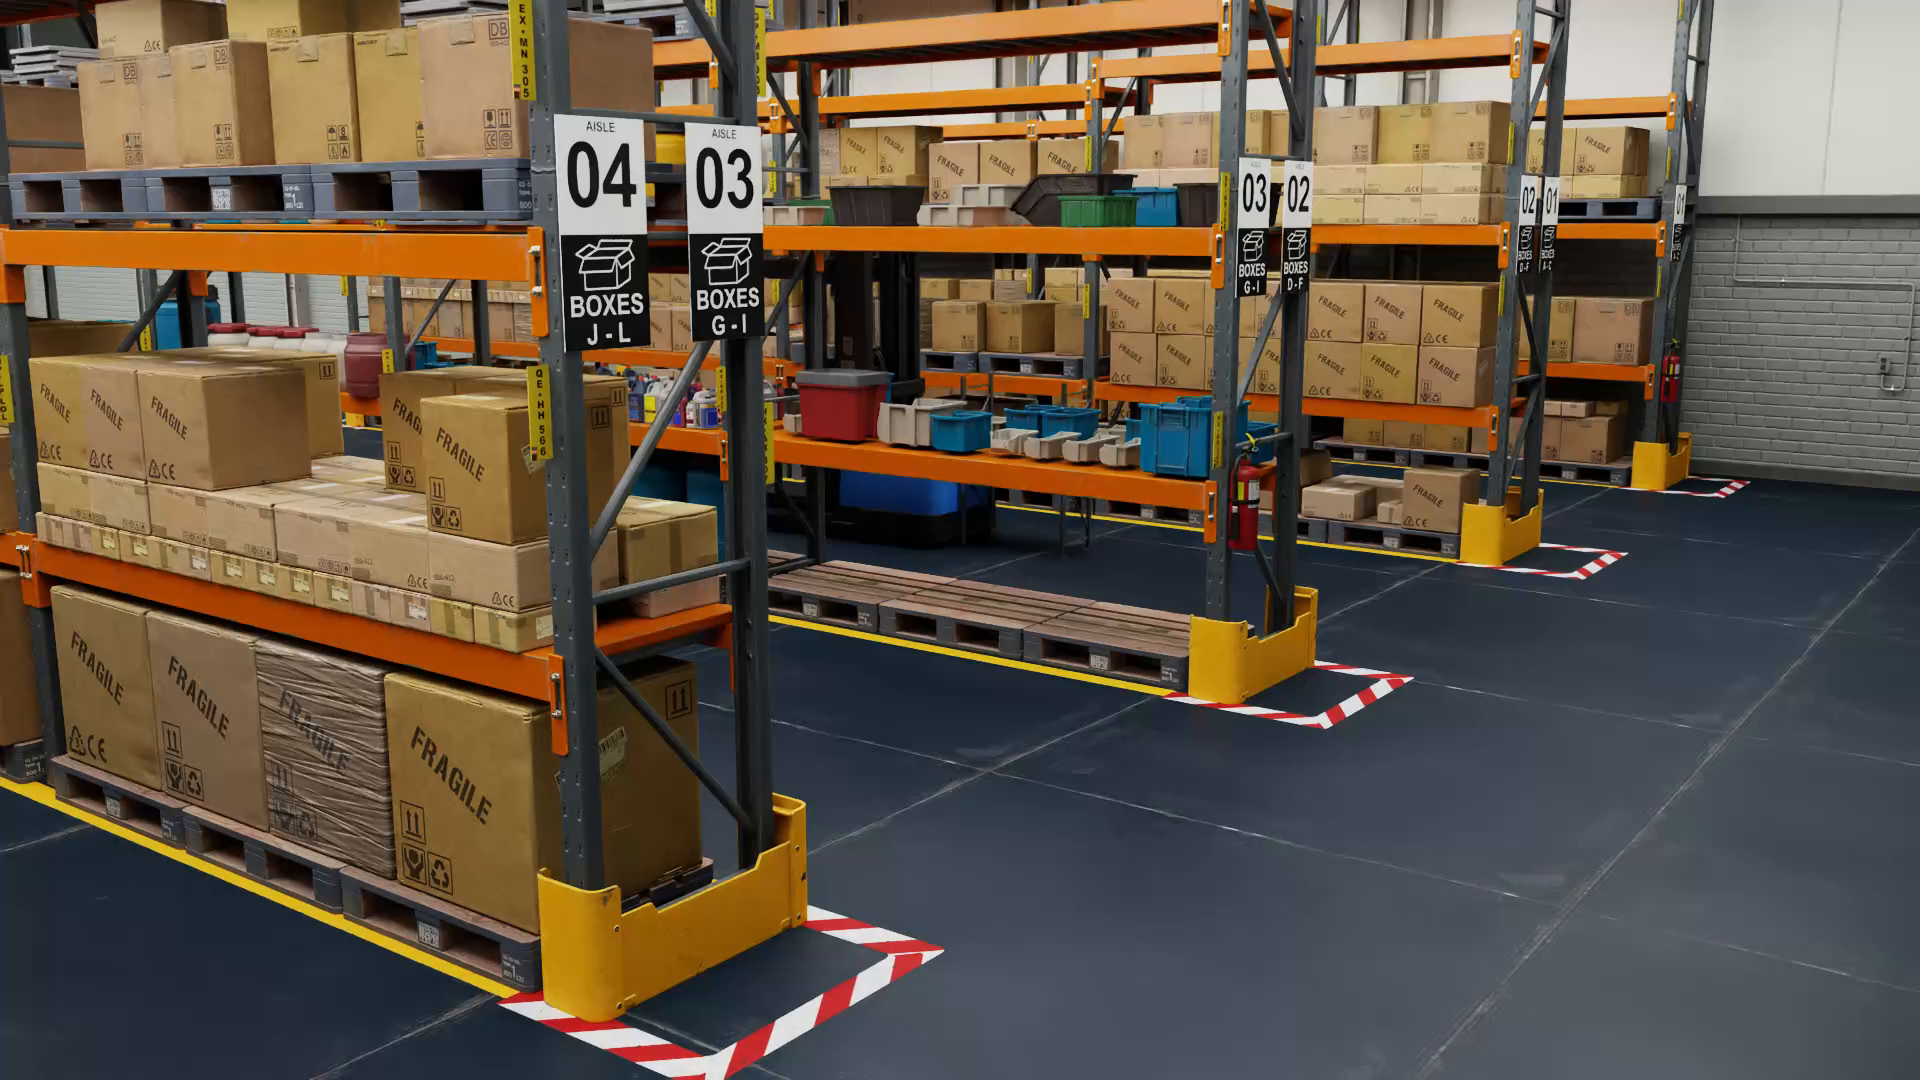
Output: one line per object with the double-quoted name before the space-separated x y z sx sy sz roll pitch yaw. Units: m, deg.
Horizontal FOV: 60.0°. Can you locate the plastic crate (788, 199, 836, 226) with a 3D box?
"plastic crate" -0.882 -2.409 12.247 0.662 0.188 0.450 8 13 36

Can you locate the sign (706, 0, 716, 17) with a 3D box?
"sign" -1.729 -3.801 11.534 0.005 0.325 0.100 8 13 36

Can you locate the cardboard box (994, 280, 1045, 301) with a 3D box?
"cardboard box" 0.853 -3.325 22.897 0.500 0.500 0.700 6 13 29

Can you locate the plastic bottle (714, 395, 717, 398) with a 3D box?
"plastic bottle" -1.903 -1.075 13.211 0.097 0.201 0.097 0 11 0

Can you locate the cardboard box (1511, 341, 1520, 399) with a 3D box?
"cardboard box" 4.555 -1.490 14.569 0.500 0.500 0.500 8 14 37

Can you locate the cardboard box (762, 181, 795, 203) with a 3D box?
"cardboard box" -2.090 -3.897 18.669 0.500 0.250 0.500 7 13 31

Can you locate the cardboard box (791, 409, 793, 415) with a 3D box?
"cardboard box" -2.259 -1.402 19.038 0.500 0.311 0.500 8 14 37

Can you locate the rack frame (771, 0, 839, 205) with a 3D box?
"rack frame" -1.691 -5.195 18.191 0.127 3.000 1.000 8 13 36

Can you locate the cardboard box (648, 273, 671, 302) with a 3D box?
"cardboard box" -4.611 -4.055 26.463 0.500 0.500 0.500 8 14 36

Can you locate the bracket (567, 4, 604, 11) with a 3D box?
"bracket" -6.769 -8.958 28.165 4.783 0.066 0.076 8 13 36

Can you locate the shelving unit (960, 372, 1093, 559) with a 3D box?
"shelving unit" 0.576 -0.672 14.553 1.048 1.500 0.538 7 13 33

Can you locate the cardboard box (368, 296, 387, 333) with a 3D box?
"cardboard box" -7.770 -3.144 23.119 0.500 0.500 0.700 8 14 36

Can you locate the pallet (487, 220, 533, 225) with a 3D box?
"pallet" -3.008 -2.622 13.286 1.213 0.211 1.003 8 13 36

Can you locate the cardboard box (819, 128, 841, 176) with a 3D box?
"cardboard box" -1.343 -4.212 18.113 0.500 0.500 0.500 8 13 36

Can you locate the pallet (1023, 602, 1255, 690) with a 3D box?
"pallet" 1.180 0.678 10.969 1.213 0.211 1.003 8 13 36

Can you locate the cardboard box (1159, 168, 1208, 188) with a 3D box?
"cardboard box" 2.182 -3.296 15.350 0.500 0.250 0.500 8 13 36

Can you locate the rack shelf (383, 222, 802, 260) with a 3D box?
"rack shelf" -3.014 -2.386 13.464 4.000 0.370 1.077 8 13 36

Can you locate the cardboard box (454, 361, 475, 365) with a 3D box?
"cardboard box" -6.631 -2.110 22.198 0.500 0.500 0.500 8 13 36

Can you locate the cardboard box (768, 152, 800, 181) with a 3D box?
"cardboard box" -2.550 -5.495 24.693 0.500 0.500 0.500 7 13 31

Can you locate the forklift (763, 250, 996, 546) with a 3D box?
"forklift" -1.184 -1.576 15.460 3.031 2.935 1.130 7 13 33

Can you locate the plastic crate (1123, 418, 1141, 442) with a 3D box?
"plastic crate" 1.287 -0.692 10.991 0.300 0.233 0.416 8 13 36

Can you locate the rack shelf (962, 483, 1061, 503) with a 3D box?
"rack shelf" 0.576 -0.495 14.587 1.000 0.185 0.538 7 13 33

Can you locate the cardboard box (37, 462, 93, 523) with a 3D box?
"cardboard box" -4.110 -0.263 8.105 0.500 0.250 0.500 8 13 35

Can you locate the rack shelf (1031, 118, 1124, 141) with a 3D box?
"rack shelf" 2.850 -5.179 21.057 4.000 0.370 1.077 8 13 36

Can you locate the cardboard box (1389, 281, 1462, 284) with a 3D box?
"cardboard box" 4.130 -2.038 14.771 0.500 0.500 0.500 8 14 36

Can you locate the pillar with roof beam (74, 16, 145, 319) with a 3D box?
"pillar with roof beam" -21.190 -8.272 34.093 0.548 9.000 9.100 8 13 36

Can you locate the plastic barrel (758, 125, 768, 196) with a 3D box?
"plastic barrel" -1.678 -2.885 12.685 0.433 0.535 0.433 0 11 0

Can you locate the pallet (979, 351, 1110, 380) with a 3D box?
"pallet" 0.953 -1.812 17.005 1.213 0.211 1.003 8 13 36

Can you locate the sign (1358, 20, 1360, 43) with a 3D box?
"sign" 4.810 -6.123 20.110 0.005 0.325 0.100 8 13 36

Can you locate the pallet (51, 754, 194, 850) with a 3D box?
"pallet" -3.767 1.183 8.360 1.213 0.211 1.003 8 13 36

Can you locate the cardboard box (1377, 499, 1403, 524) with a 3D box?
"cardboard box" 3.900 -0.258 14.766 0.250 0.166 0.380 8 13 36

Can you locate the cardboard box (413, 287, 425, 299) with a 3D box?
"cardboard box" -7.117 -3.324 22.341 0.250 0.149 0.380 7 13 34

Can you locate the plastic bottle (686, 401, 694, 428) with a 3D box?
"plastic bottle" -2.021 -0.948 12.556 0.097 0.201 0.097 0 11 0

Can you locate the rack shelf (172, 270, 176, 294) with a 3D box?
"rack shelf" -5.946 -1.628 9.545 4.000 0.370 1.077 8 13 36

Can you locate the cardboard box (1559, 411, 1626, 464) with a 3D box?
"cardboard box" 7.063 -1.151 18.559 0.500 0.500 0.700 8 13 36

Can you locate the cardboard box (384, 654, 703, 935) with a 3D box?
"cardboard box" -1.673 0.943 6.745 0.875 0.875 0.875 8 13 36

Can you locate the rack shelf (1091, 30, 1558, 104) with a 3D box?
"rack shelf" 3.145 -4.166 14.773 4.000 0.370 1.077 8 13 36

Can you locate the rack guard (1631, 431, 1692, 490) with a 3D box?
"rack guard" 7.705 -0.879 18.257 0.348 0.500 1.175 8 13 36

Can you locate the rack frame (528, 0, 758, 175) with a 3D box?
"rack frame" -1.110 -2.779 5.705 0.127 3.000 1.000 8 13 36

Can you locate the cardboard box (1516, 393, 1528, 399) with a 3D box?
"cardboard box" 6.466 -1.600 19.170 0.250 0.149 0.380 8 14 36

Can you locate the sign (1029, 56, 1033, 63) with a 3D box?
"sign" 0.925 -6.367 21.582 0.005 0.325 0.100 8 13 36

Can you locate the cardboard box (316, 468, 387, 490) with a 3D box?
"cardboard box" -2.586 -0.174 7.644 0.500 0.250 0.500 8 13 34

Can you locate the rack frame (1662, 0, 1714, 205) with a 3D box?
"rack frame" 7.686 -5.054 17.464 0.127 3.000 1.000 8 13 36

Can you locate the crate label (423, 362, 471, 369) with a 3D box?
"crate label" -4.744 -1.514 15.400 0.416 0.233 0.303 8 13 36

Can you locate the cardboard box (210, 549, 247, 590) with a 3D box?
"cardboard box" -3.035 0.099 7.283 0.250 0.149 0.380 7 13 34

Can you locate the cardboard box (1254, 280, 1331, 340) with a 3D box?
"cardboard box" 2.993 -2.070 14.937 0.500 0.500 0.500 8 14 37

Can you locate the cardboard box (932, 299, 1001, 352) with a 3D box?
"cardboard box" 0.072 -2.244 17.365 0.500 0.500 0.700 4 12 21

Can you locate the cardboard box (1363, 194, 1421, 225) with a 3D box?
"cardboard box" 3.790 -2.825 14.230 0.500 0.250 0.500 8 13 36

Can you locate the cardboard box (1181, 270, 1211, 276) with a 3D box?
"cardboard box" 3.117 -3.261 20.918 0.500 0.250 0.500 8 14 37

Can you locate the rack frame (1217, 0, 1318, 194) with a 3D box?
"rack frame" 1.822 -3.538 9.624 0.127 3.000 1.000 8 13 36

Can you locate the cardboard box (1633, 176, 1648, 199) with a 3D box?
"cardboard box" 7.243 -3.883 18.332 0.500 0.250 0.500 9 14 38

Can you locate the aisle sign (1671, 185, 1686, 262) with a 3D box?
"aisle sign" 7.567 -3.331 17.508 0.004 0.787 0.394 8 13 36

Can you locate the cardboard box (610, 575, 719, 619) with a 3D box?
"cardboard box" -1.200 0.199 6.766 0.250 0.149 0.380 8 14 36

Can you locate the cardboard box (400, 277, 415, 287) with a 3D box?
"cardboard box" -7.301 -3.716 22.663 0.500 0.500 0.700 8 13 34
